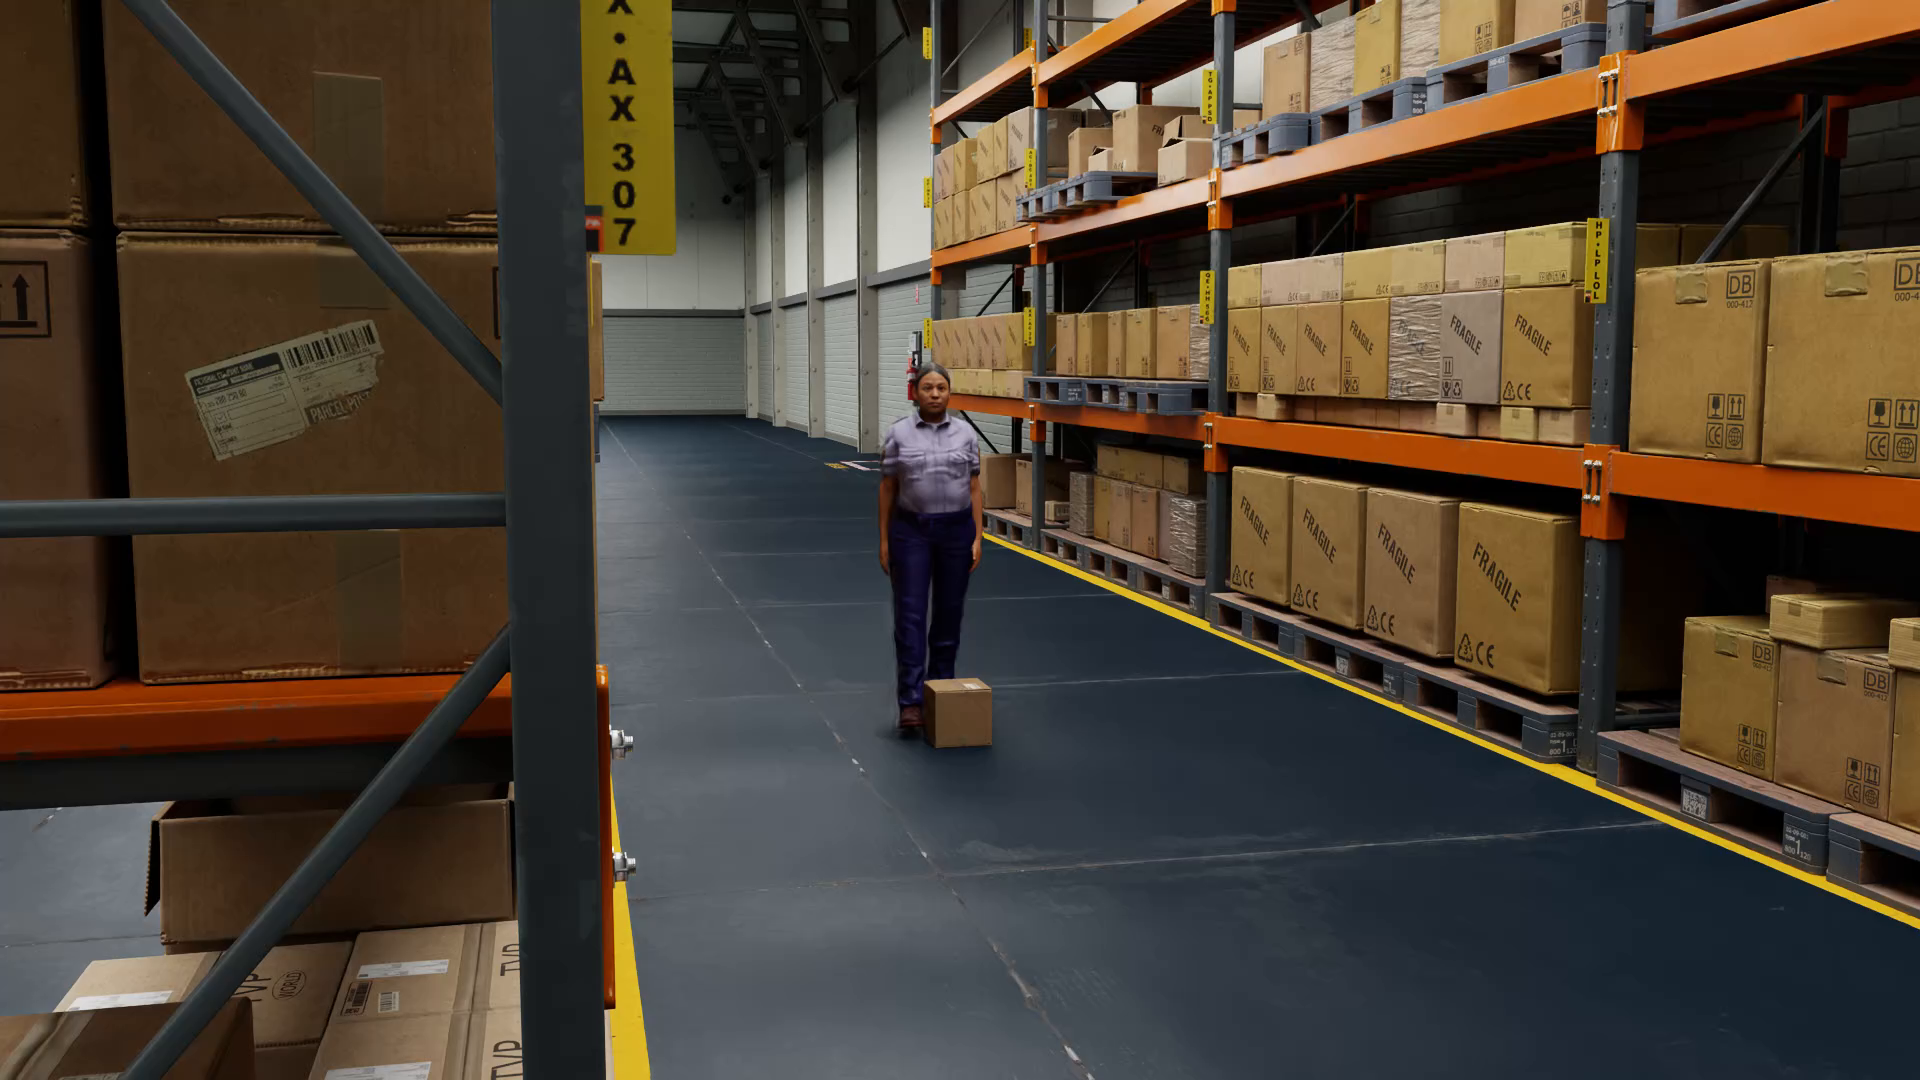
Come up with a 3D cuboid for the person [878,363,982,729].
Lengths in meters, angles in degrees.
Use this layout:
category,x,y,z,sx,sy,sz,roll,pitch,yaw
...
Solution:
category,x,y,z,sx,sy,sz,roll,pitch,yaw
person,-0.101,0.019,7.542,0.477,1.635,0.658,-2,6,-14
